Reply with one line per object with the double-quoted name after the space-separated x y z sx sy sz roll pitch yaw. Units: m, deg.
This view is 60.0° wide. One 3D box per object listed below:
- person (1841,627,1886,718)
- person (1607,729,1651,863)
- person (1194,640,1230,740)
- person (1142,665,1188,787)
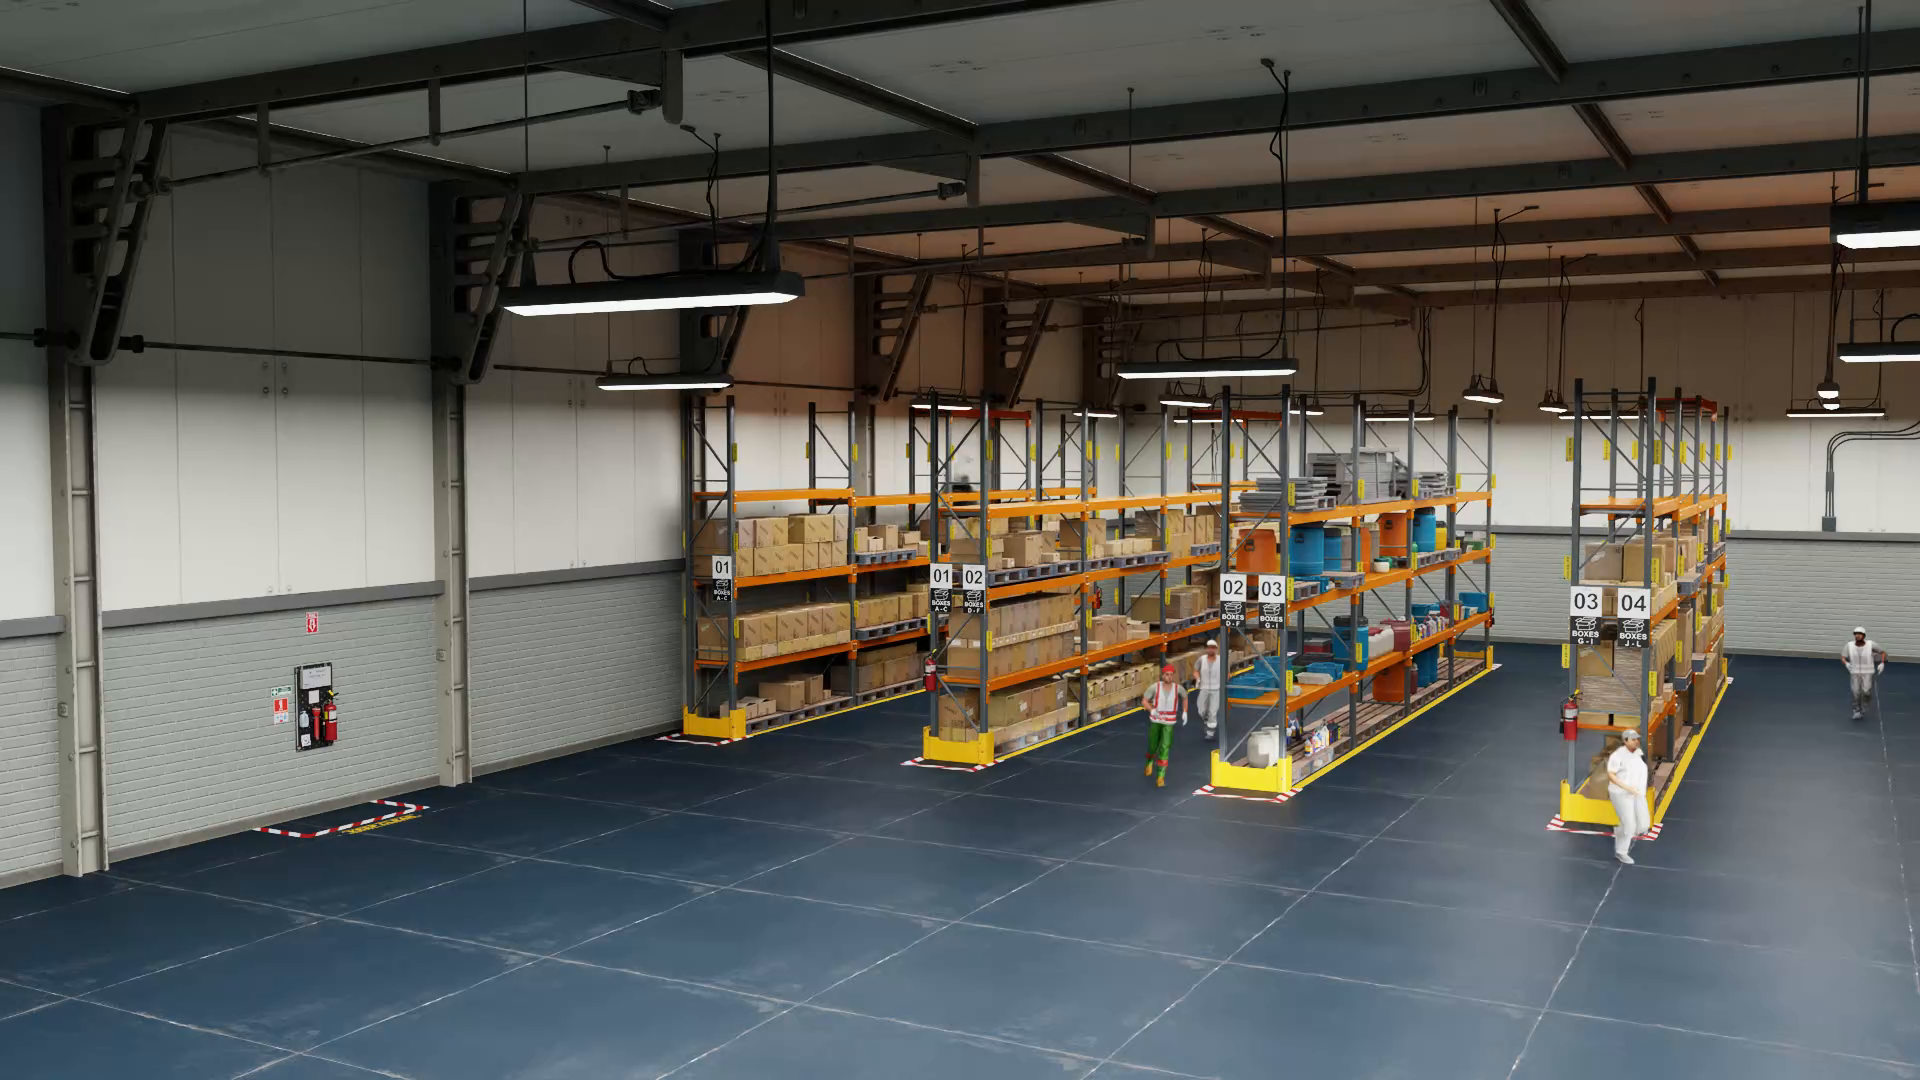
16.840 2.494 31.055 0.715 1.731 0.703 2 4 37 "person"
8.205 3.125 20.414 0.643 1.632 0.576 -1 3 -24 "person"
4.371 2.606 28.946 0.639 1.740 0.587 1 3 16 "person"
3.112 2.775 25.192 0.711 1.782 0.876 0 3 3 "person"
